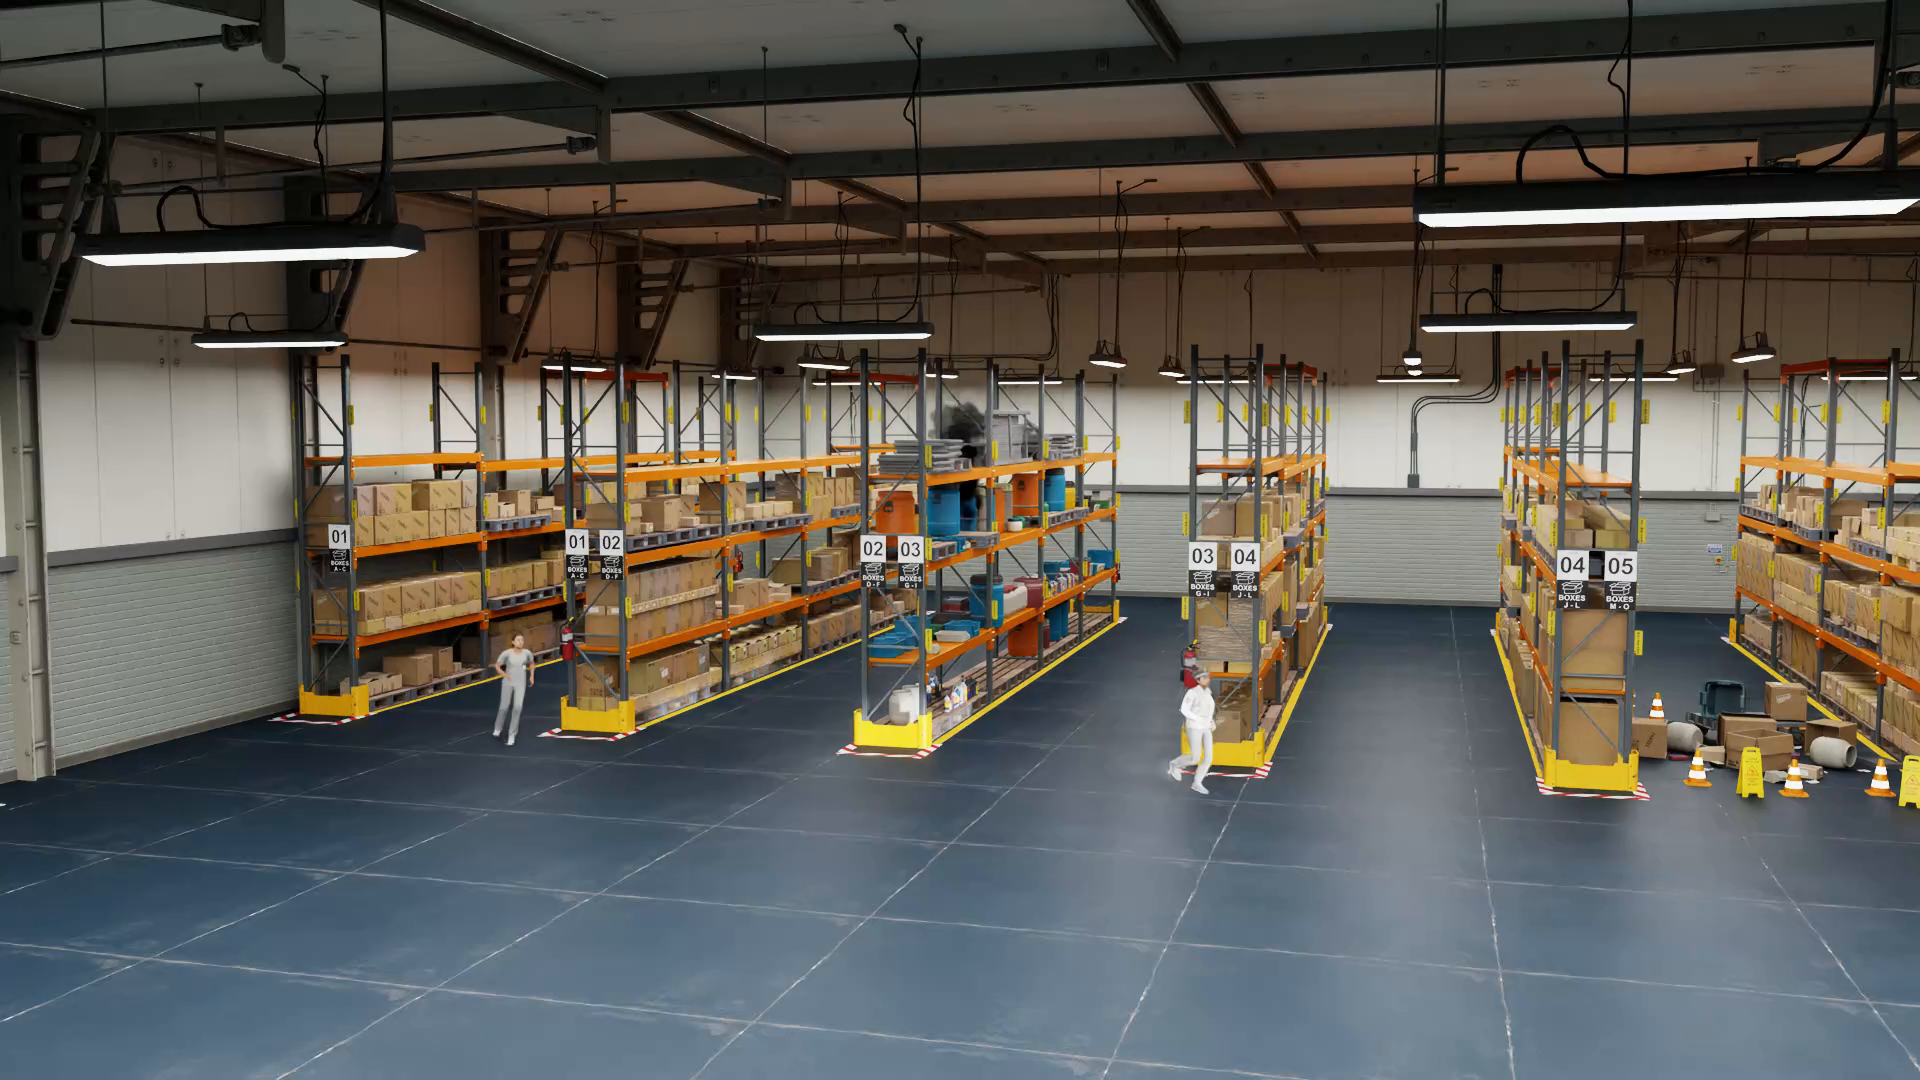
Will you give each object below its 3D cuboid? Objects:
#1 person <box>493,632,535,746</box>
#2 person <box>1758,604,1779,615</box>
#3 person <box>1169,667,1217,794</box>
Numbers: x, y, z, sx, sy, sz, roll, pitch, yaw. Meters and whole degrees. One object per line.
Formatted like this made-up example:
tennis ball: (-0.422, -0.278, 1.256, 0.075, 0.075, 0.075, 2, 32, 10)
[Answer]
person: (-6.843, 2.260, 25.561, 0.647, 1.686, 0.843, -2, 5, -21)
person: (18.348, 1.308, 37.673, 0.720, 1.733, 0.874, -3, 5, -38)
person: (3.155, 2.515, 22.249, 0.607, 1.663, 0.677, -3, 5, -38)
